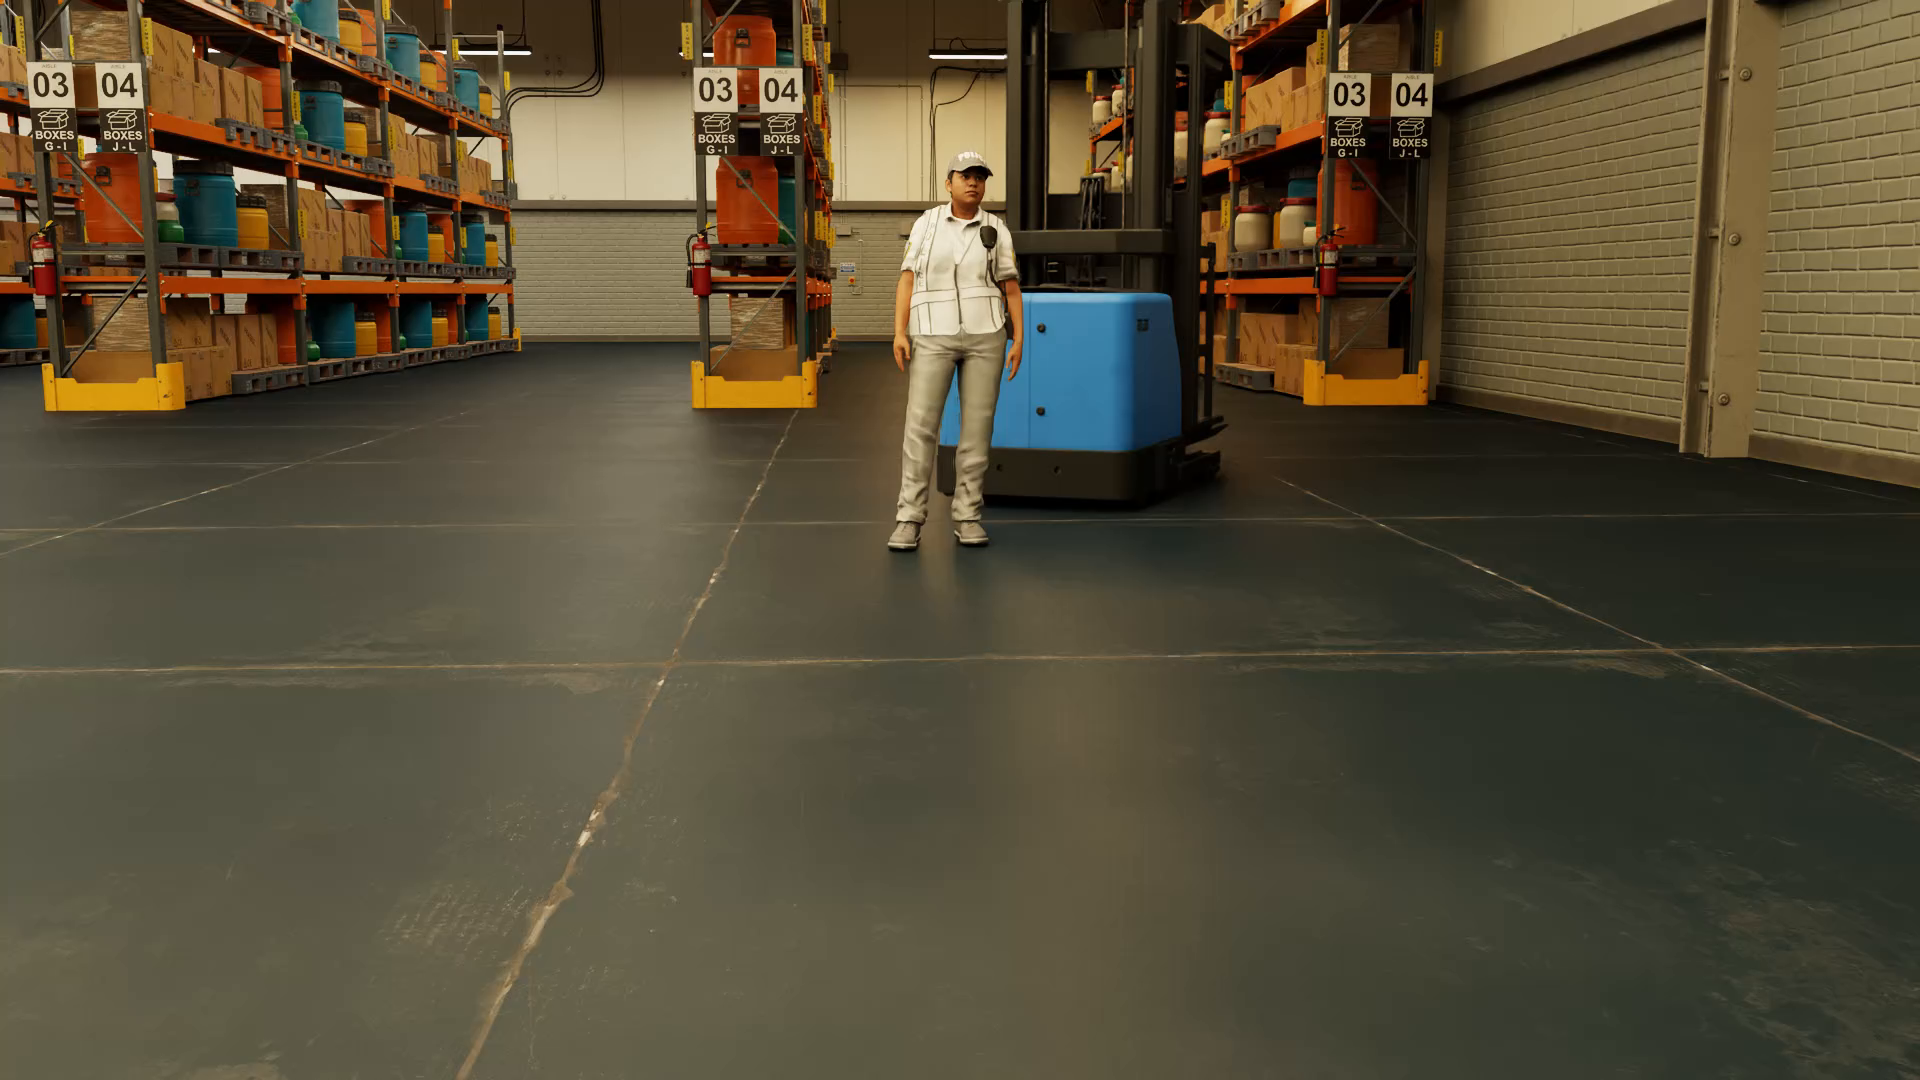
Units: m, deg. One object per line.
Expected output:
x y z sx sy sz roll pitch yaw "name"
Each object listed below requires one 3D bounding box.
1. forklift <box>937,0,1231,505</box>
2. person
0.889 -1.801 9.463 1.130 2.935 3.031 3 9 21 "forklift"
-0.018 -0.820 7.109 0.597 1.670 0.529 -1 8 -4 "person"
